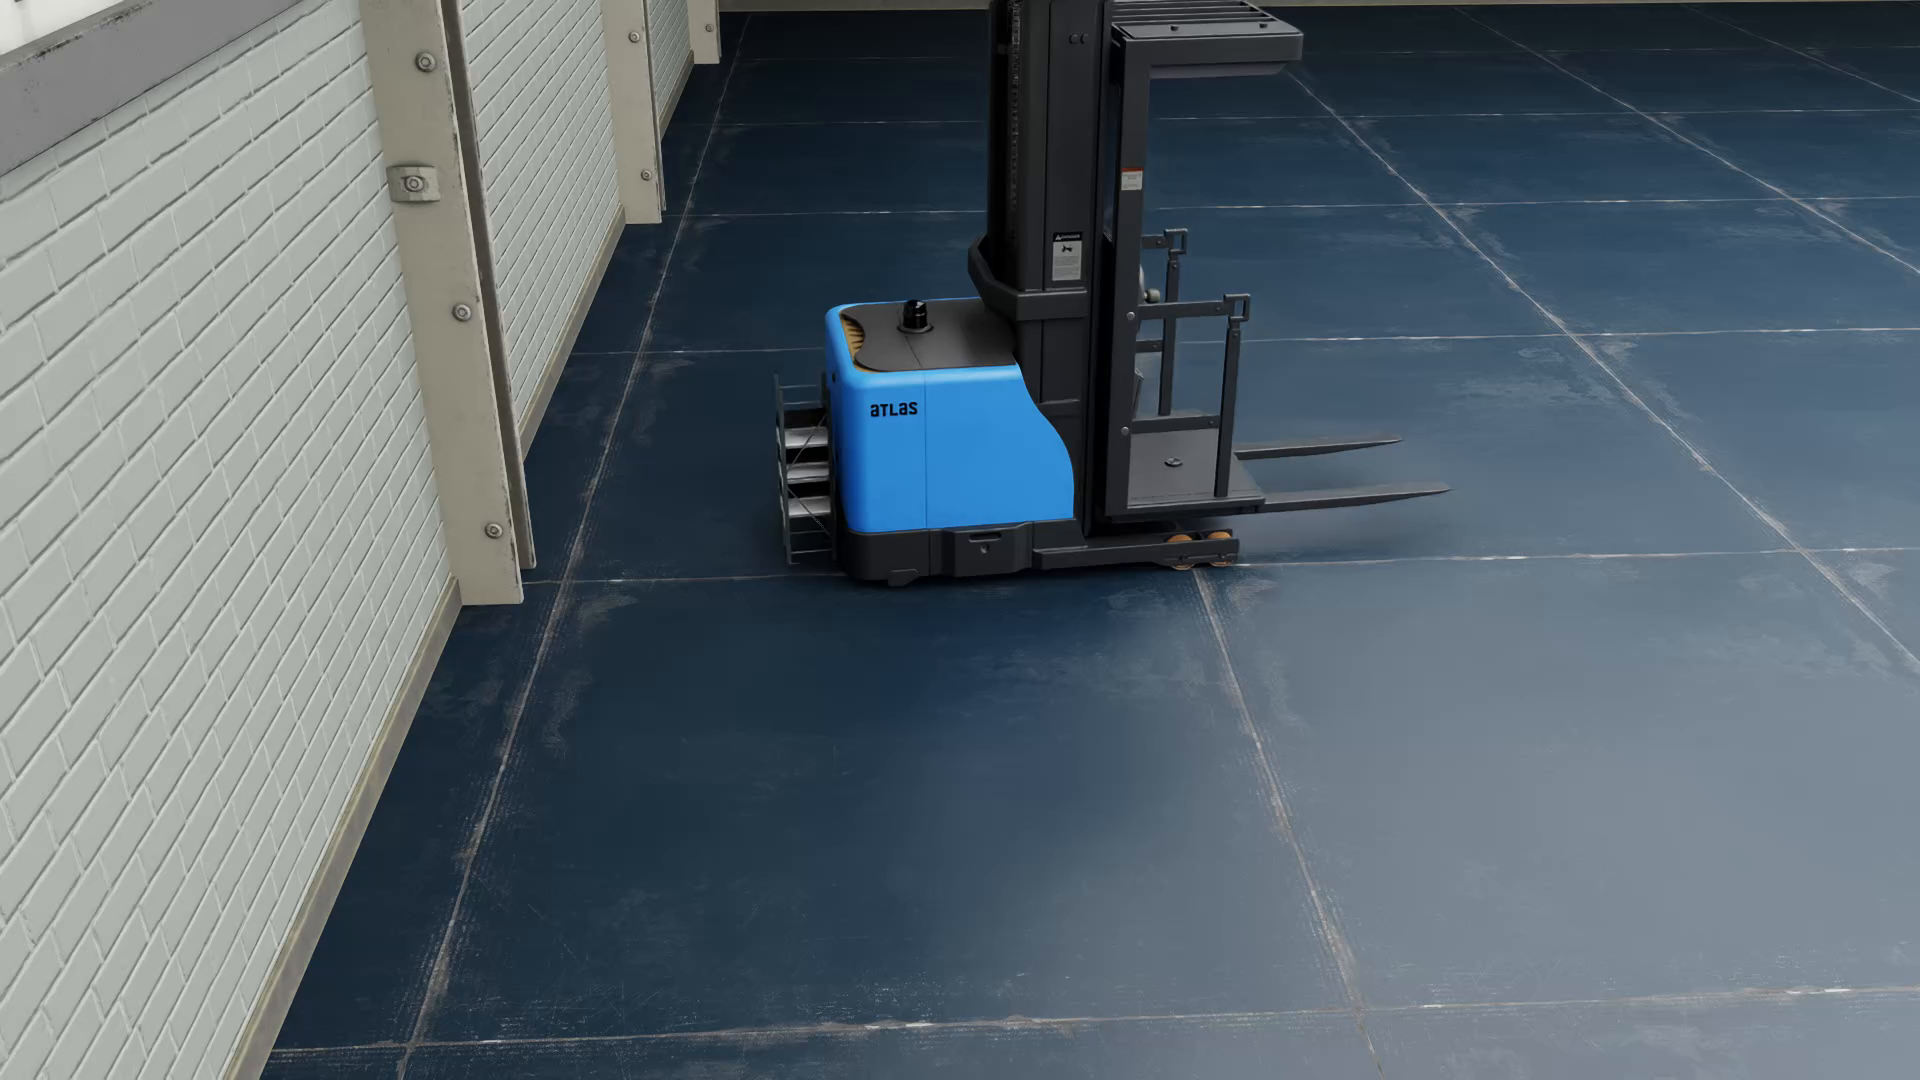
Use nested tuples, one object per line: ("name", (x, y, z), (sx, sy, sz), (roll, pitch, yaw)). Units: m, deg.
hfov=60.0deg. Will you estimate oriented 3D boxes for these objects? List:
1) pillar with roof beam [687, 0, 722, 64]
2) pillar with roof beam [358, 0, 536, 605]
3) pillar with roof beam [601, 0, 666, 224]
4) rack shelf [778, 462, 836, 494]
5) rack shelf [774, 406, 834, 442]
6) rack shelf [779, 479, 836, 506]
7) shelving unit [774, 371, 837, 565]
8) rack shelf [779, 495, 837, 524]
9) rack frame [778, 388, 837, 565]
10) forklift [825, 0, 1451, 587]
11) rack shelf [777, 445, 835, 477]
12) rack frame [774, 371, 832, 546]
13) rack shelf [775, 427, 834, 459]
("pillar with roof beam", (1.482, -9.430, 16.599), (9.100, 9.000, 0.400), (-1, 28, -3))
("pillar with roof beam", (2.108, -3.888, 5.974), (9.100, 9.000, 0.400), (-1, 28, -3))
("pillar with roof beam", (1.795, -6.659, 11.287), (9.100, 9.000, 0.400), (-1, 28, -3))
("rack shelf", (-0.733, -0.307, 7.937), (0.258, 0.077, 0.200), (-5, 28, -9))
("rack shelf", (-0.733, -0.546, 7.812), (0.258, 0.077, 0.200), (-5, 28, -9))
("rack shelf", (-0.733, -0.227, 7.979), (0.258, 0.077, 0.200), (-5, 28, -9))
("shelving unit", (-0.733, -0.336, 7.922), (0.258, 0.900, 0.210), (-5, 28, -9))
("rack shelf", (-0.733, -0.147, 8.020), (0.258, 0.077, 0.200), (-5, 28, -9))
("rack frame", (-0.715, -0.290, 7.833), (0.240, 0.900, 0.006), (-5, 28, -9))
("forklift", (0.893, -1.392, 7.750), (3.031, 2.935, 1.130), (-4, 28, -8))
("rack shelf", (-0.733, -0.387, 7.896), (0.258, 0.077, 0.200), (-5, 28, -9))
("rack frame", (-0.752, -0.383, 8.010), (0.240, 0.900, 0.006), (-5, 28, -9))
("rack shelf", (-0.733, -0.466, 7.854), (0.258, 0.077, 0.200), (-5, 28, -9))
